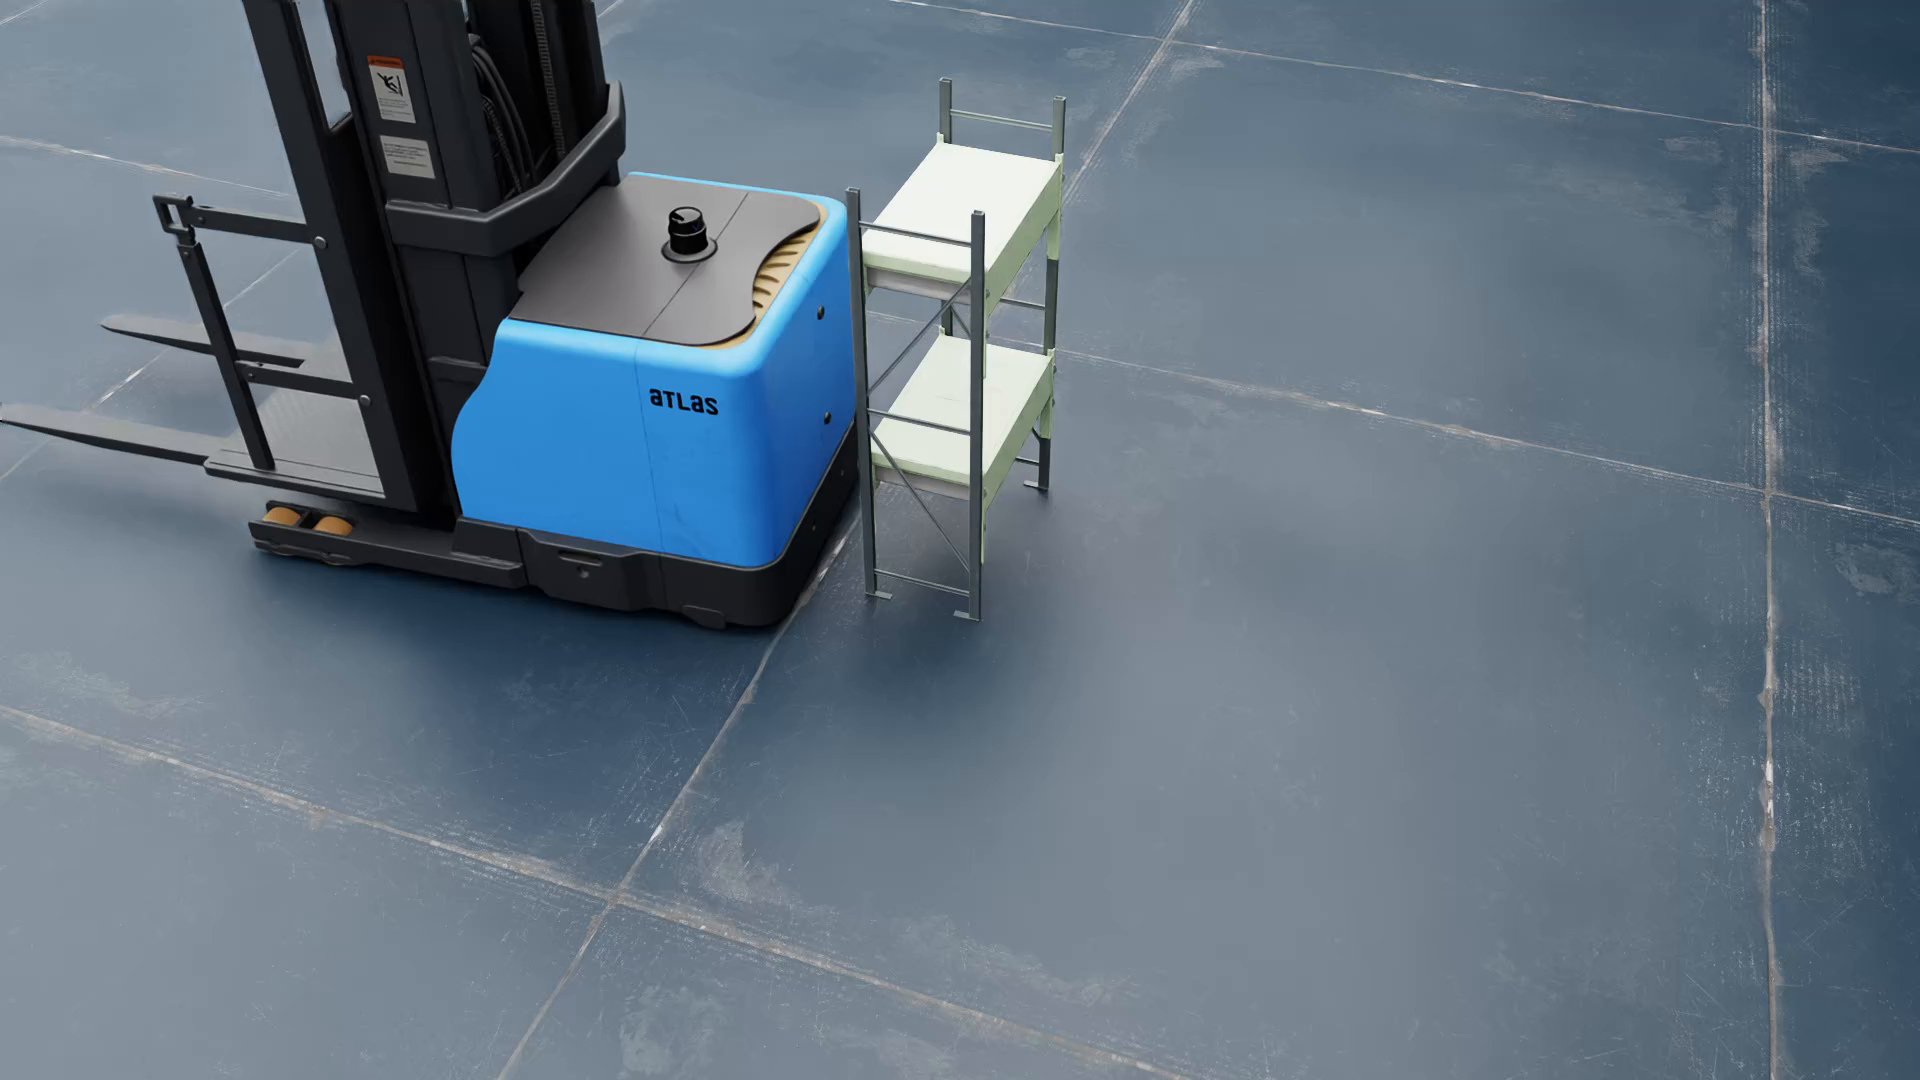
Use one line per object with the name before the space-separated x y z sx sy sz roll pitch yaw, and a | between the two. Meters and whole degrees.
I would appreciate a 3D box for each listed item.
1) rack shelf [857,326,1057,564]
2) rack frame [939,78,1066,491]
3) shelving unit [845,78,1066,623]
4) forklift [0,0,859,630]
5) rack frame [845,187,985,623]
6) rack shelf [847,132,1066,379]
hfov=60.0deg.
rack shelf | 0.002 -0.327 5.480 0.431 0.370 0.720 13 42 15
rack frame | 0.127 -0.798 5.530 0.400 1.500 0.023 13 42 15
shelving unit | 0.002 -0.575 5.268 0.431 1.500 0.755 13 42 15
forklift | -1.907 -1.349 5.073 3.031 2.935 1.130 10 41 11
rack frame | -0.123 -0.351 5.006 0.400 1.500 0.023 13 42 15
rack shelf | 0.002 -0.872 5.015 0.431 0.370 0.720 13 42 15
